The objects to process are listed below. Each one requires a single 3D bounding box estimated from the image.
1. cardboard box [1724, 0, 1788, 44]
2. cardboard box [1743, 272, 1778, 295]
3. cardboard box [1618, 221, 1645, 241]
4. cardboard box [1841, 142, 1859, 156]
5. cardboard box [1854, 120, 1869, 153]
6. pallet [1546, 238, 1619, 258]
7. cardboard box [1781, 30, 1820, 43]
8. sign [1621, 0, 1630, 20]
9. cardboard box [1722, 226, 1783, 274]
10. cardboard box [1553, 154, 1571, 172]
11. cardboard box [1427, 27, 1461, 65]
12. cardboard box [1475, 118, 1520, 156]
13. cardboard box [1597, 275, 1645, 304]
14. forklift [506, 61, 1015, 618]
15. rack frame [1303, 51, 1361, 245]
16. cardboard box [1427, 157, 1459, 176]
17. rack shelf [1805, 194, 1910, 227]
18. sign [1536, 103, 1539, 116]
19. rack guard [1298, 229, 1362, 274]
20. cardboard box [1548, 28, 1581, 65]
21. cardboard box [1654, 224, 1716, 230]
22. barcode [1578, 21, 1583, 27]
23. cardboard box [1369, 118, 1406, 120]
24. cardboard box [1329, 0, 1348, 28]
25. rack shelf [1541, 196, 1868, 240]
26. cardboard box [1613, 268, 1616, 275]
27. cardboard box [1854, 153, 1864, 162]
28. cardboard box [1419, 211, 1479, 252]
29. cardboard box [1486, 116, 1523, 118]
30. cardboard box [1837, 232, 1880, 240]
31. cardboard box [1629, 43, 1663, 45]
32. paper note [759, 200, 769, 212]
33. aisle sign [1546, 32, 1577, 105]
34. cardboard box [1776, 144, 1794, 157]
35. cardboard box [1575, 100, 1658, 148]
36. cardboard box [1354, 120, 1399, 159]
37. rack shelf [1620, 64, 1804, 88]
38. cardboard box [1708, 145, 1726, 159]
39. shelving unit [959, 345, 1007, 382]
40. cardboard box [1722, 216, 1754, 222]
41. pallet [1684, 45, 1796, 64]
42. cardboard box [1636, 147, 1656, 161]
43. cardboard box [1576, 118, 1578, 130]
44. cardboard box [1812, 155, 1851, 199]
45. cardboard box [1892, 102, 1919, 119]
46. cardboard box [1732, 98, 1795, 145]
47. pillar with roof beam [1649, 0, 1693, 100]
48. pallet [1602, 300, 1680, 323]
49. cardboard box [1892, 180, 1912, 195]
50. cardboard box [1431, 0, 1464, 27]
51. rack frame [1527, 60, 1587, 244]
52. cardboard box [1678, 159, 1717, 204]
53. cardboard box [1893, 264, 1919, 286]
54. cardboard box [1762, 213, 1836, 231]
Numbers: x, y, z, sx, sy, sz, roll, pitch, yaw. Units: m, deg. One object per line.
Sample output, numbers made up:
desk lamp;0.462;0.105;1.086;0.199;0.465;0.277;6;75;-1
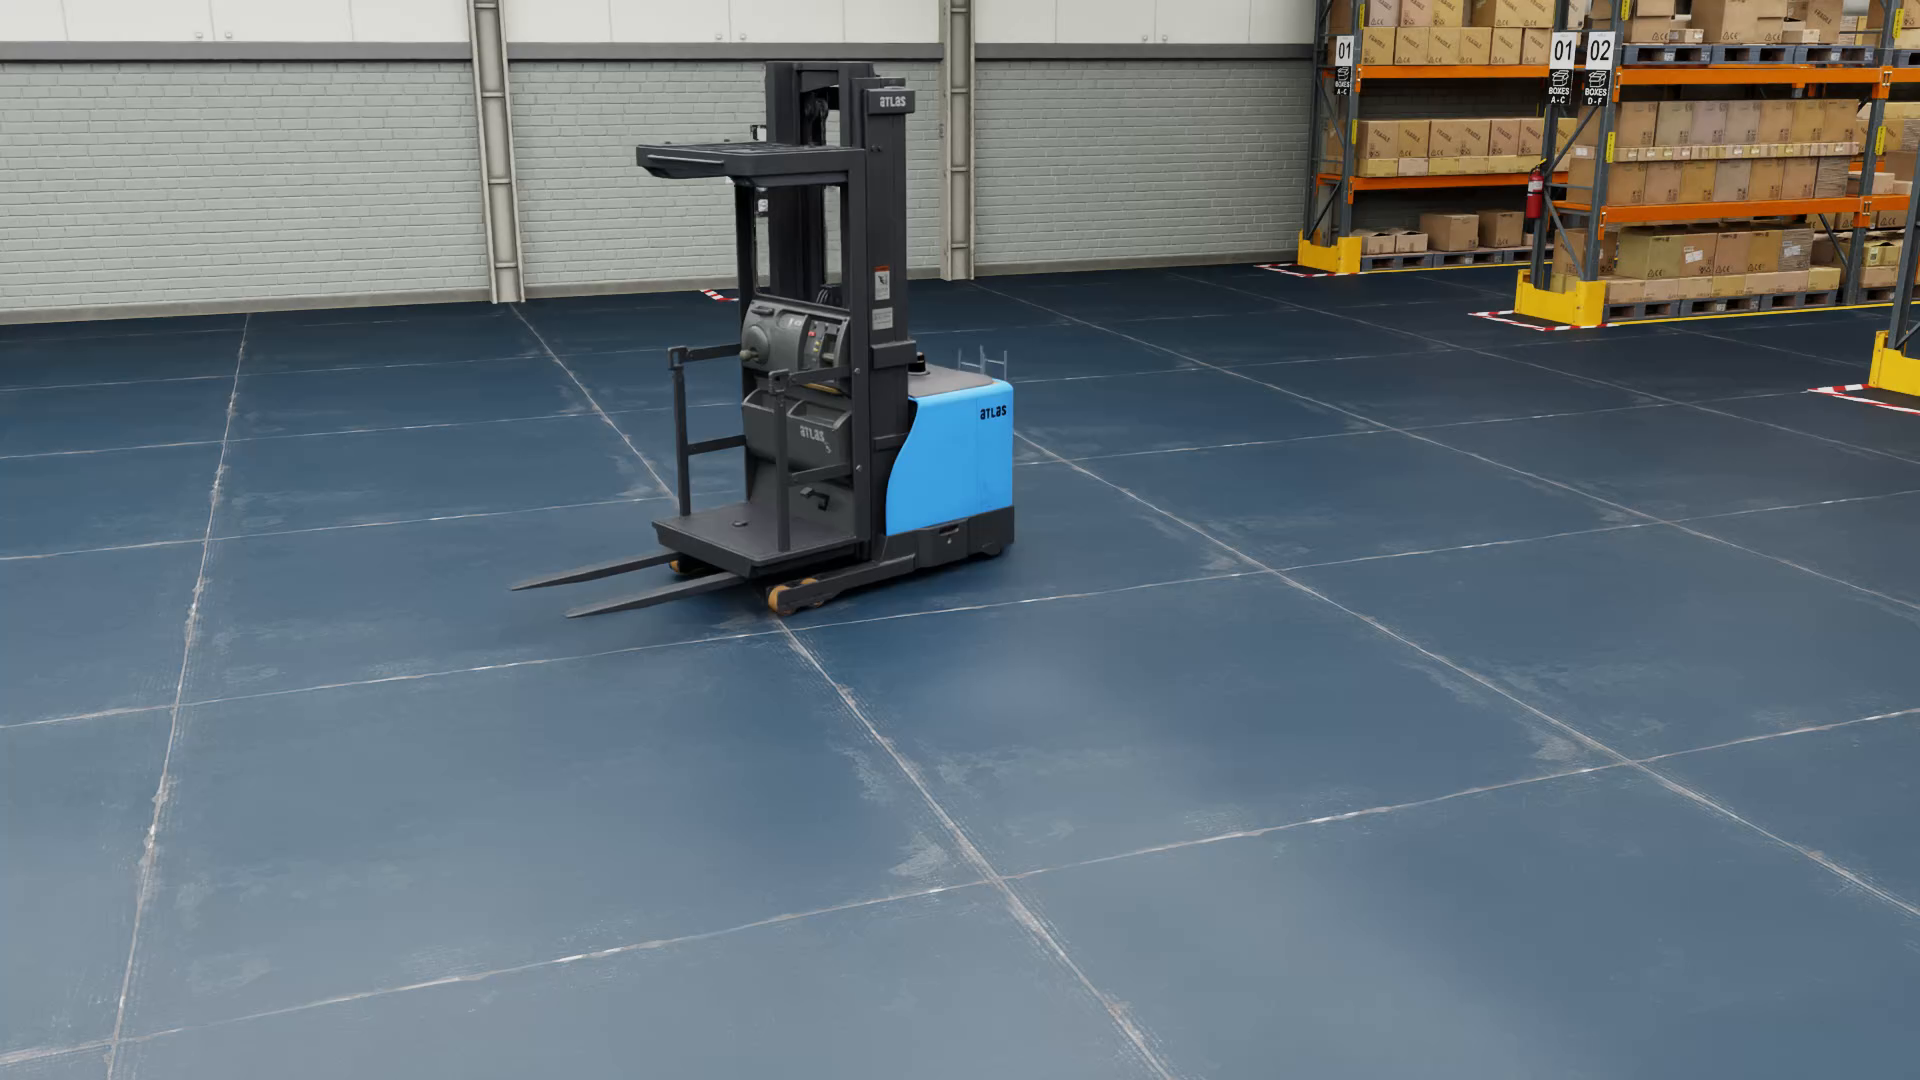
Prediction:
cardboard box;9.144;-6.059;19.407;0.637;0.503;0.797;-4;17;-14
cardboard box;9.440;-3.110;20.001;0.500;0.250;0.500;-6;17;-20
cardboard box;10.097;-4.893;25.592;0.500;0.500;0.700;-7;18;-21
cardboard box;10.550;-4.710;19.984;0.250;0.149;0.380;-6;17;-20
cardboard box;14.187;-6.423;26.405;0.500;0.500;0.500;-6;17;-20
pallet;9.677;-4.478;25.474;1.213;0.211;1.003;-6;17;-20
cardboard box;9.698;-5.828;19.250;0.250;0.149;0.380;-6;17;-20
sign;7.185;-5.781;17.945;0.005;0.325;0.100;-6;17;-20
cardboard box;9.436;-3.473;19.906;0.500;0.500;0.500;-6;17;-20
cardboard box;8.617;-5.547;24.396;0.500;0.250;0.500;-6;17;-20
cardboard box;6.615;-6.897;23.224;0.500;0.500;0.500;-5;17;-18
cardboard box;7.682;-5.806;23.946;0.500;0.500;0.500;-7;18;-22
cardboard box;7.572;-2.909;19.315;0.500;0.250;0.500;-6;17;-20
forklift;-1.096;-1.154;9.327;3.031;2.935;1.130;-14;22;-40
rack frame;5.216;-5.334;23.439;0.127;3.000;1.000;-6;17;-20
cardboard box;6.743;-5.343;23.701;0.500;0.250;0.500;-6;18;-21
rack shelf;12.595;-4.291;21.163;4.000;0.370;1.077;-6;17;-20
sign;8.749;-6.439;25.145;0.005;0.325;0.100;-6;17;-20
rack guard;5.287;-4.142;23.817;0.348;0.500;1.175;-6;17;-20
cardboard box;8.566;-7.118;23.977;0.500;0.500;0.500;-6;17;-19
cardboard box;8.782;-3.560;20.202;0.500;0.500;0.500;-6;17;-20
barcode;7.101;-5.906;19.033;0.075;0.075;0.001;-6;17;-20
cardboard box;6.053;-5.783;23.868;0.500;0.500;0.500;-6;17;-19
cardboard box;5.525;-7.423;23.241;0.500;0.500;0.500;-5;17;-18
rack shelf;8.859;-3.888;19.790;4.000;0.370;1.077;-6;17;-20
cardboard box;7.850;-3.099;19.961;0.500;0.250;0.500;-6;17;-20
cardboard box;14.268;-6.139;26.590;0.250;0.149;0.380;-6;17;-19
cardboard box;7.129;-4.510;24.289;0.500;0.500;0.700;-7;18;-24
cardboard box;7.953;-5.991;24.576;0.500;0.500;0.500;-6;17;-20
cardboard box;11.486;-3.756;21.204;0.500;0.311;0.500;-6;17;-19
cardboard box;10.065;-7.431;24.670;0.500;0.311;0.500;-6;17;-18
paper note;-2.554;-4.366;21.705;0.142;0.148;0.016;-6;17;-20
aisle sign;6.825;-5.349;18.876;0.004;0.787;0.394;-6;17;-20
cardboard box;9.599;-4.608;19.637;0.250;0.149;0.380;-6;17;-20
cardboard box;7.482;-4.751;18.972;0.500;0.500;0.700;-6;17;-20
cardboard box;5.769;-5.601;23.246;0.500;0.500;0.500;-6;17;-20
rack shelf;10.819;-7.033;25.177;4.000;0.370;1.077;-6;17;-20
cardboard box;8.637;-4.504;19.282;0.250;0.149;0.380;-6;18;-21
shelving unit;0.143;-0.615;10.563;0.189;1.200;0.258;-14;22;-40
cardboard box;12.032;-5.066;26.182;0.500;0.500;0.700;-6;17;-19
pallet;8.802;-5.616;19.234;1.213;0.211;1.003;-6;17;-20
cardboard box;7.681;-4.401;18.931;0.250;0.149;0.380;-7;18;-22
cardboard box;9.438;-6.039;24.880;0.500;0.500;0.700;-6;17;-20
cardboard box;10.315;-4.436;20.203;0.500;0.500;0.700;-7;18;-22
cardboard box;15.119;-6.889;26.663;0.500;0.250;0.500;-6;17;-19
cardboard box;9.376;-4.957;19.674;0.500;0.500;0.700;-6;17;-20
pillar with roof beam;12.703;-7.983;21.812;0.400;9.000;9.100;-6;17;-20
pallet;7.691;-2.781;19.695;1.213;0.211;1.003;-6;17;-20
cardboard box;11.628;-4.349;20.532;0.250;0.149;0.380;-6;17;-20
cardboard box;6.624;-7.377;23.086;0.500;0.500;0.500;-6;17;-19
rack frame;8.951;-5.737;24.812;0.127;3.000;1.000;-6;17;-20
cardboard box;8.387;-4.226;19.486;0.500;0.500;0.700;-6;17;-20
cardboard box;11.670;-3.343;20.794;0.500;0.250;0.500;-6;17;-19
cardboard box;13.420;-5.350;26.564;0.750;0.750;0.750;-6;18;-21
